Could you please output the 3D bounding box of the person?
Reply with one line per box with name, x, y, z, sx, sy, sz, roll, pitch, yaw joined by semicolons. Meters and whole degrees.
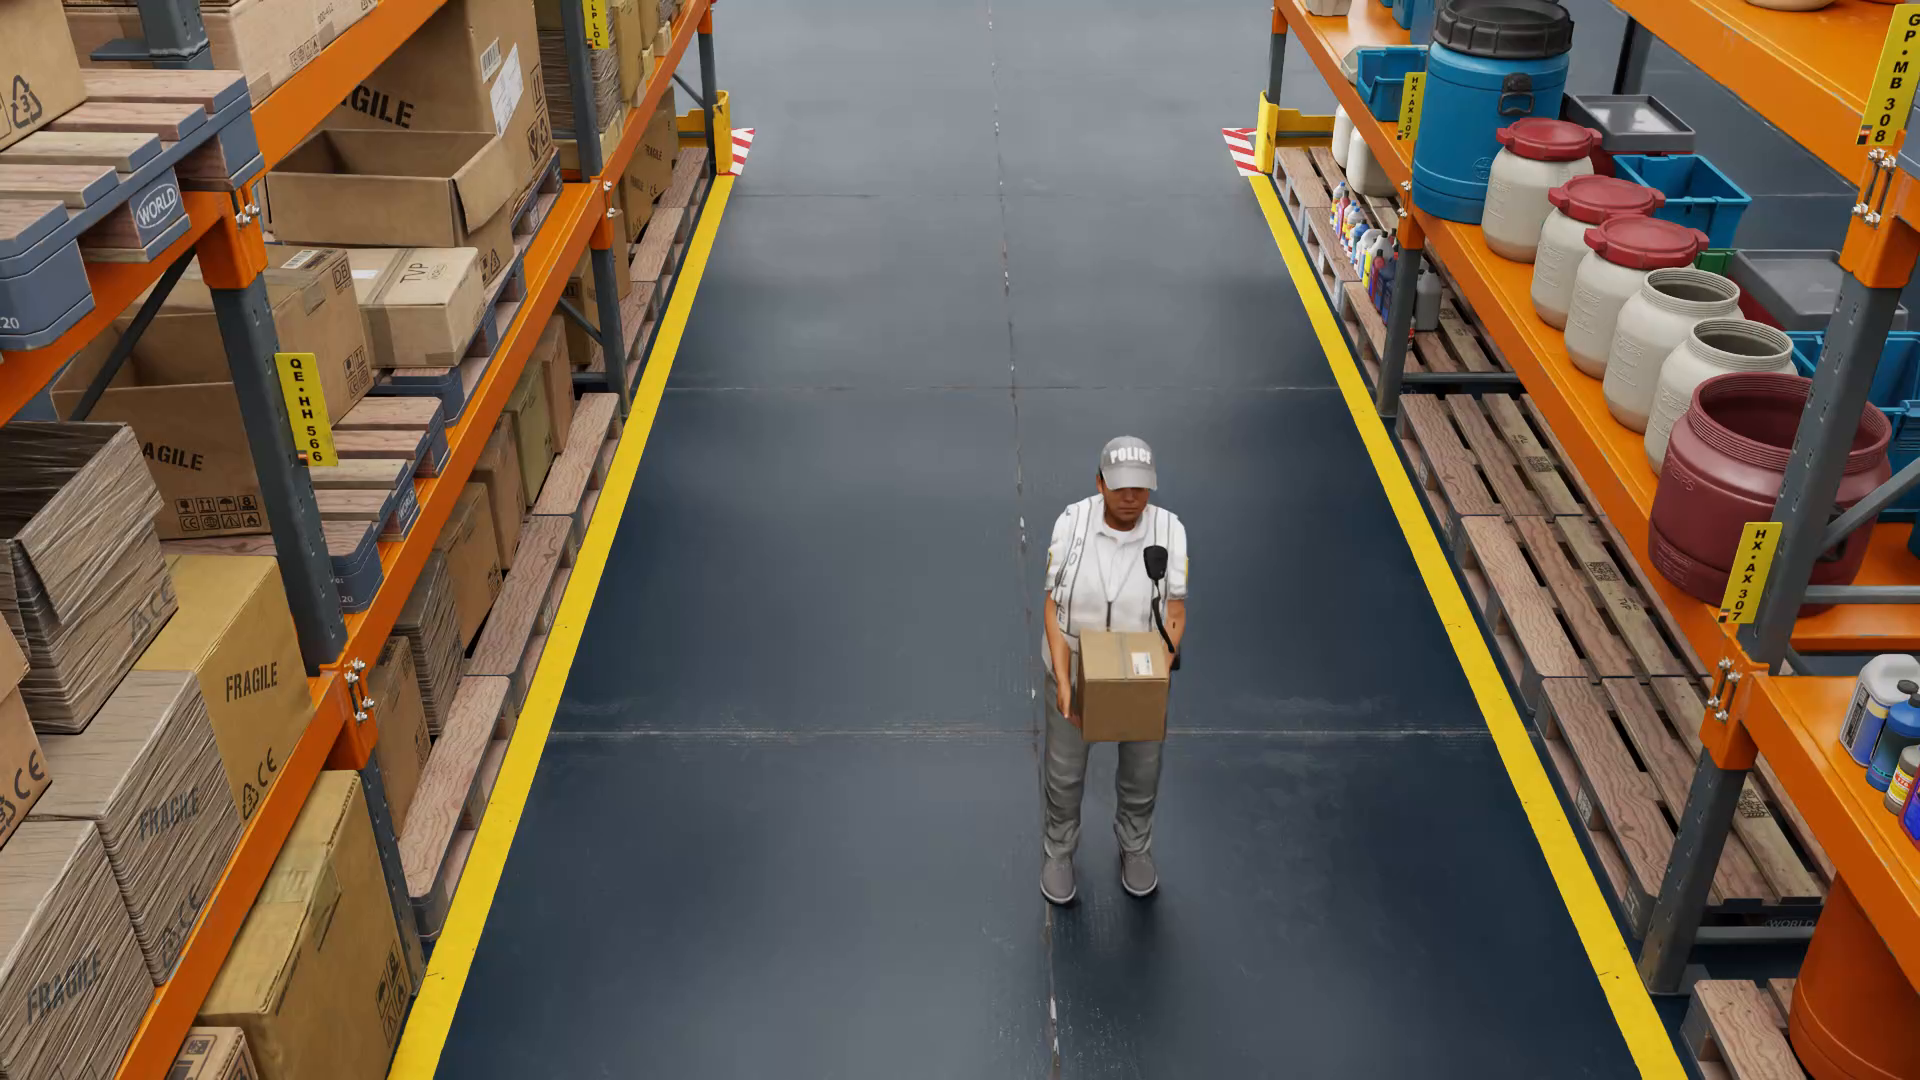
person;0.490;0.465;5.381;0.457;1.662;0.532;2;32;4
